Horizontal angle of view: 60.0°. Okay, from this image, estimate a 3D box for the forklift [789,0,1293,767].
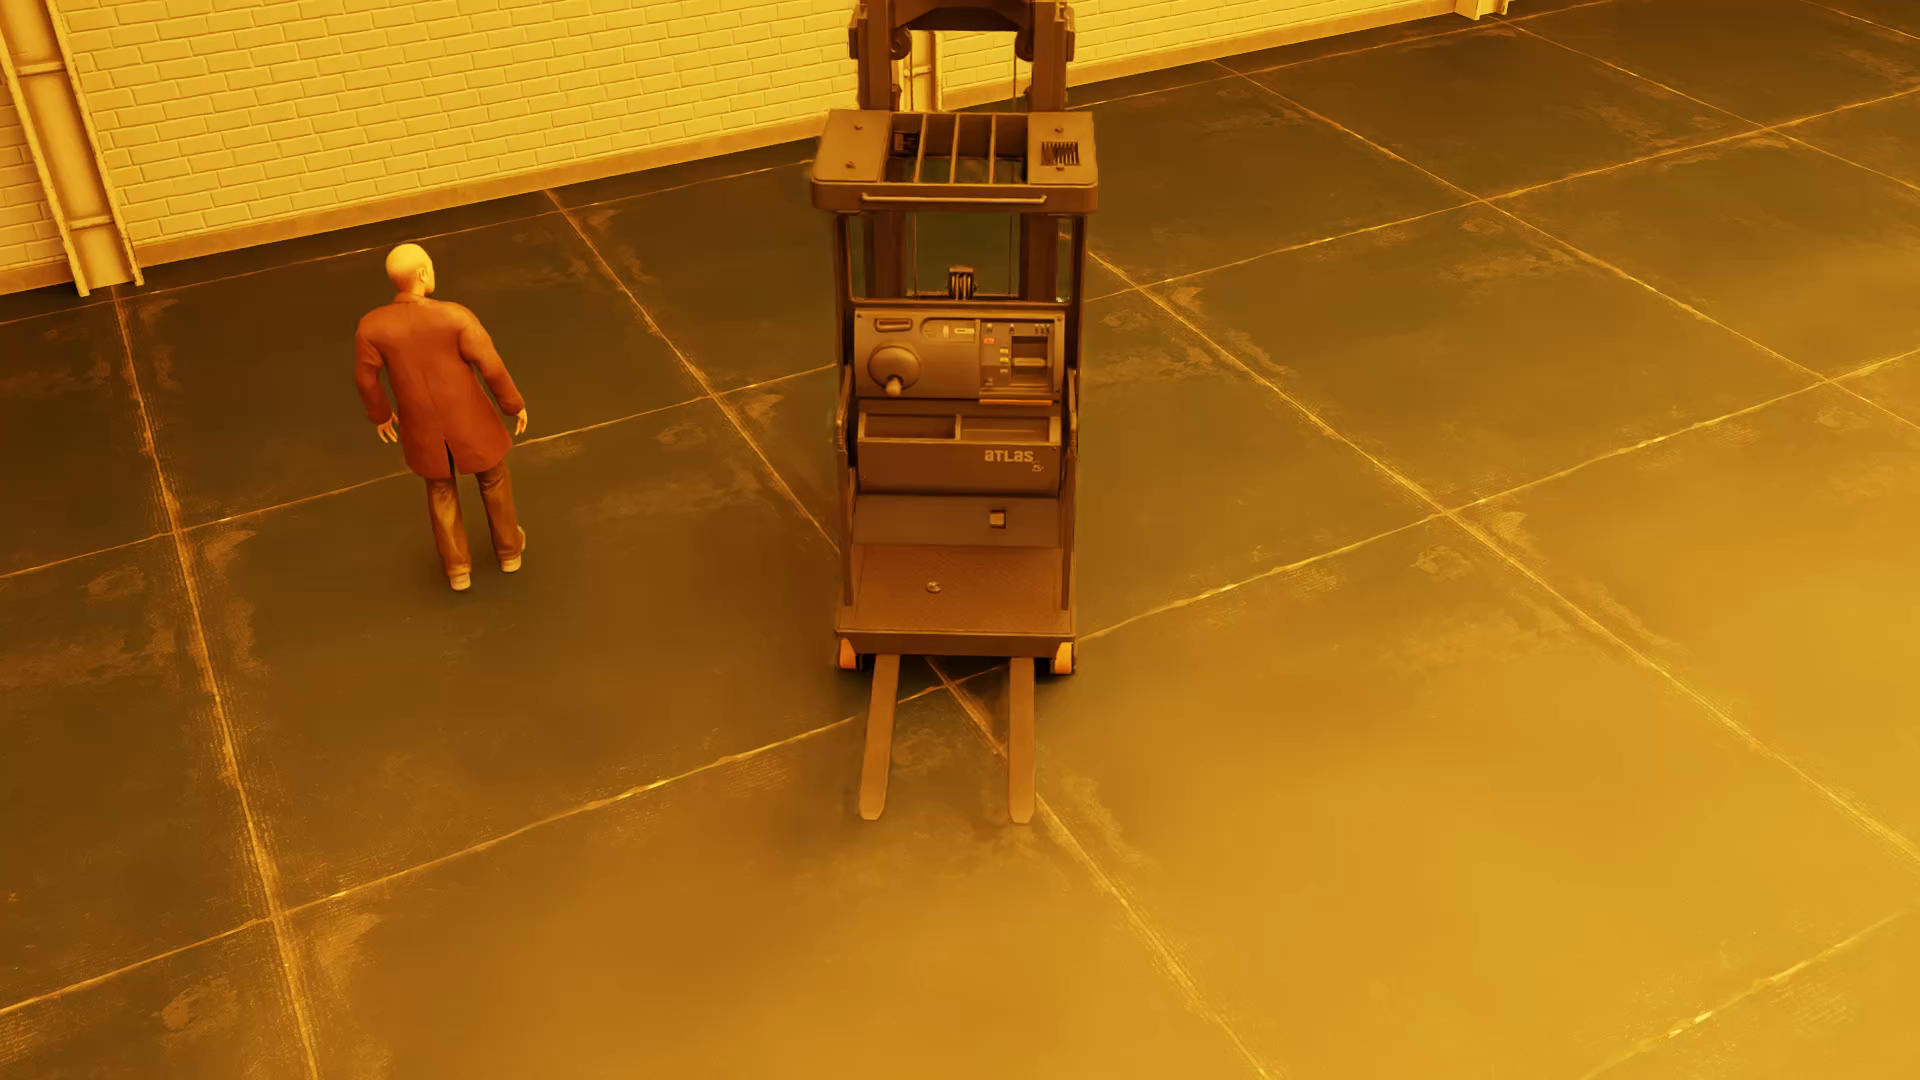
[{"bbox_3d":[0.344,-0.904,7.402,1.130,2.935,3.031,-21,40,-27],"label":"forklift"}]

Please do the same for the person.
[{"bbox_3d":[-2.460,-0.584,7.953,0.643,1.772,0.429,-5,36,-7],"label":"person"}]
